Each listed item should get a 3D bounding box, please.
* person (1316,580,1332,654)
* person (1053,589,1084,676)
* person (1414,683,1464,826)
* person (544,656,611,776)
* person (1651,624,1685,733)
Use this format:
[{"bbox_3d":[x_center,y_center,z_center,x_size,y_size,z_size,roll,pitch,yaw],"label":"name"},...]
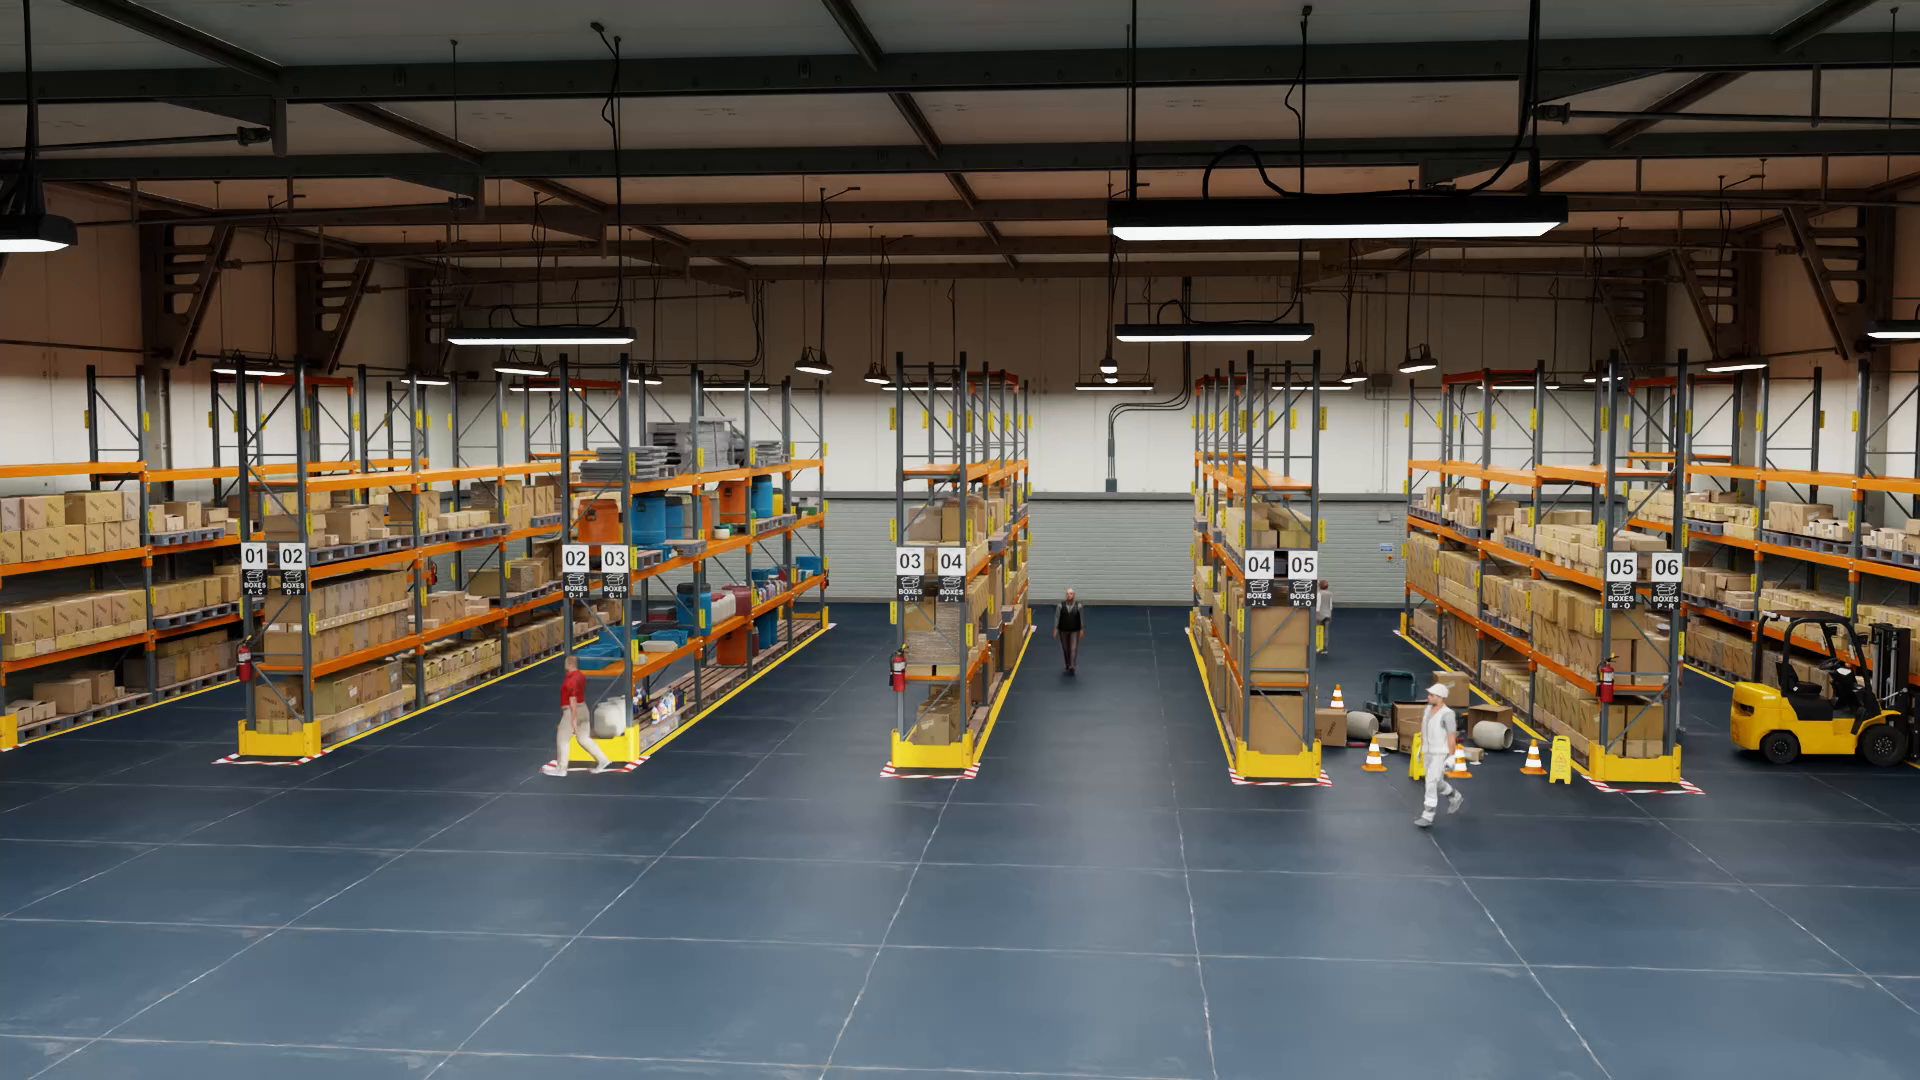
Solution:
[{"bbox_3d":[7.834,1.663,35.864,0.446,1.612,0.368,-2,4,-25],"label":"person"},{"bbox_3d":[2.142,1.812,32.907,0.573,1.673,1.027,1,4,11],"label":"person"},{"bbox_3d":[5.968,2.646,20.689,0.939,1.762,0.585,-2,5,-30],"label":"person"},{"bbox_3d":[-5.419,2.481,23.521,0.875,1.702,0.552,1,4,12],"label":"person"},{"bbox_3d":[11.347,2.232,26.721,0.576,1.755,0.565,0,4,4],"label":"person"}]
